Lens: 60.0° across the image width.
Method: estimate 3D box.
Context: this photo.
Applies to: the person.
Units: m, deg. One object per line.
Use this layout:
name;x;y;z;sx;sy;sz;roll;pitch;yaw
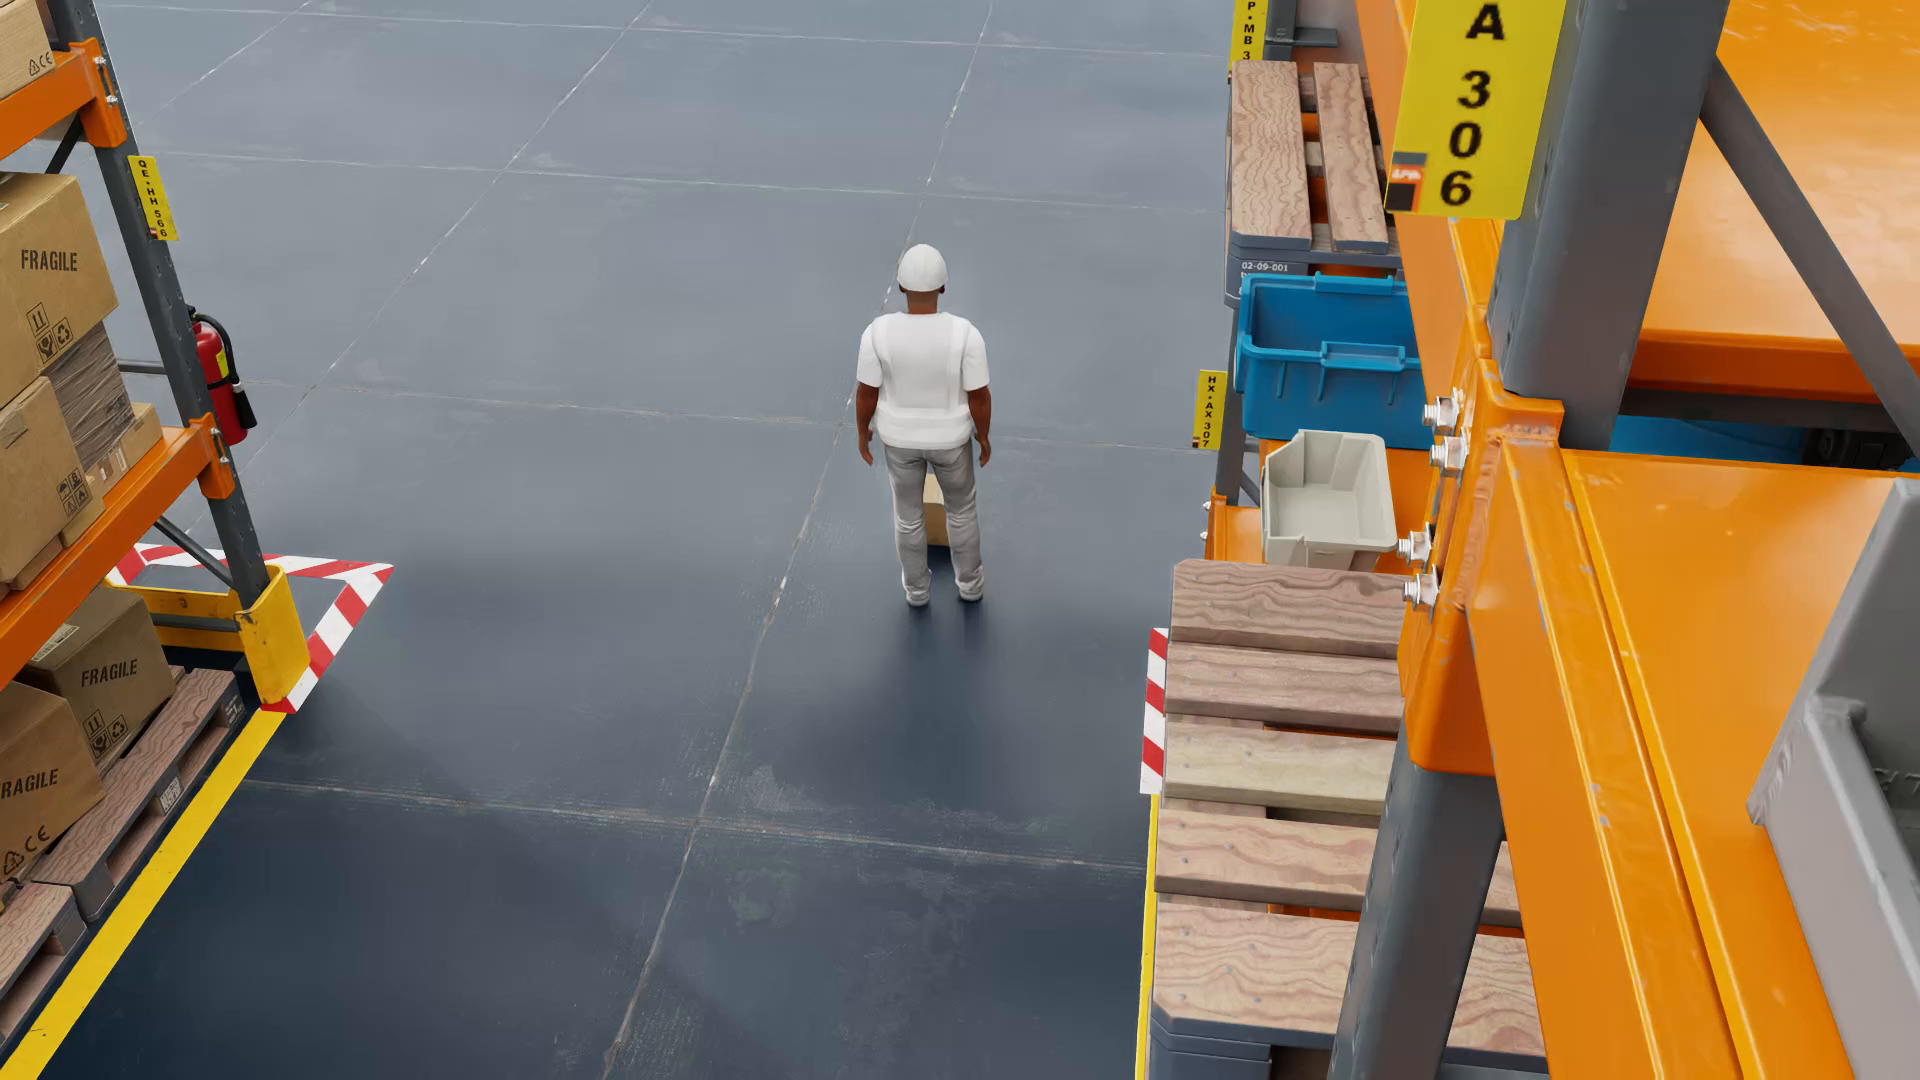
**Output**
person;-0.154;-0.487;7.297;0.588;1.775;0.407;2;36;2
